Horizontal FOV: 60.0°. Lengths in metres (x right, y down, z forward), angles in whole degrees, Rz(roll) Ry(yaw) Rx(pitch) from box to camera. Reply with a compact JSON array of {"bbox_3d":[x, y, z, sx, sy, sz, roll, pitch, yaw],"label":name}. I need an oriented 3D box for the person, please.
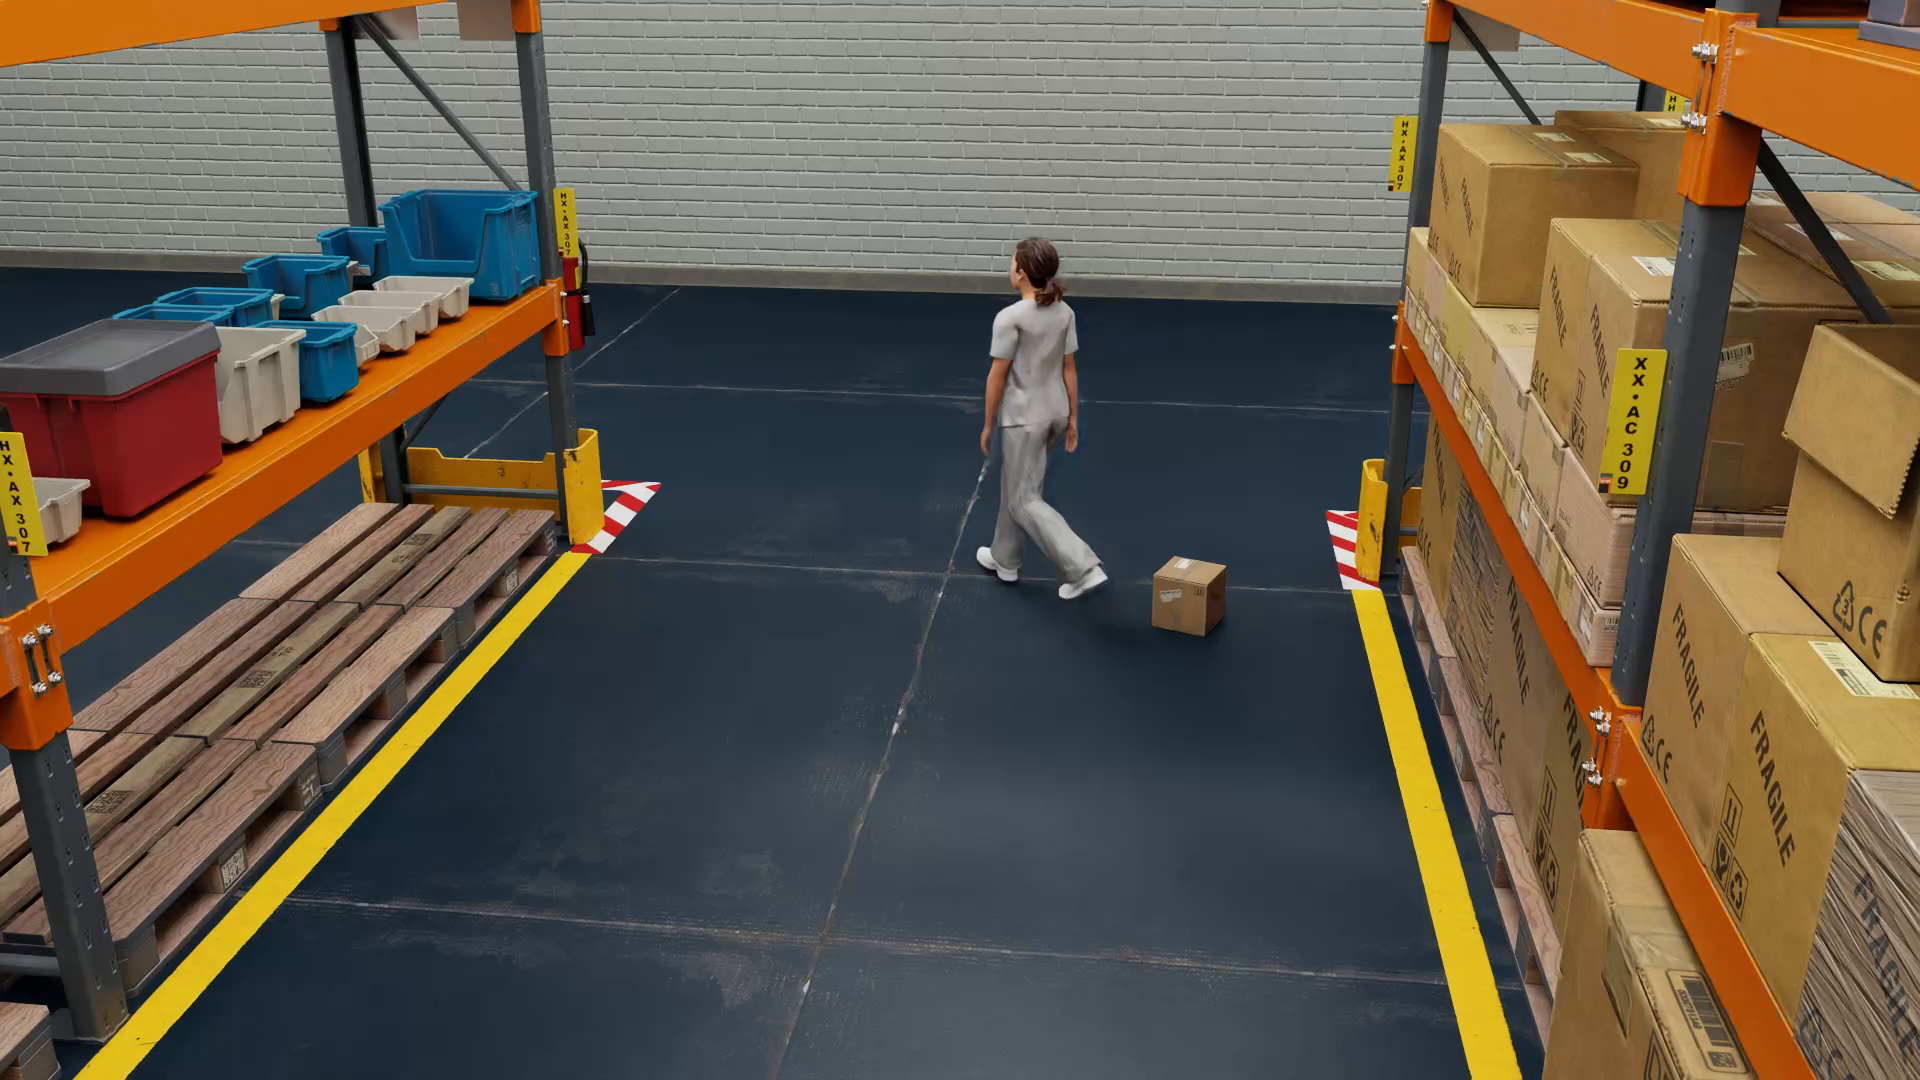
[{"bbox_3d":[0.349,-0.512,7.403,0.456,1.632,0.942,-17,27,-38],"label":"person"}]
